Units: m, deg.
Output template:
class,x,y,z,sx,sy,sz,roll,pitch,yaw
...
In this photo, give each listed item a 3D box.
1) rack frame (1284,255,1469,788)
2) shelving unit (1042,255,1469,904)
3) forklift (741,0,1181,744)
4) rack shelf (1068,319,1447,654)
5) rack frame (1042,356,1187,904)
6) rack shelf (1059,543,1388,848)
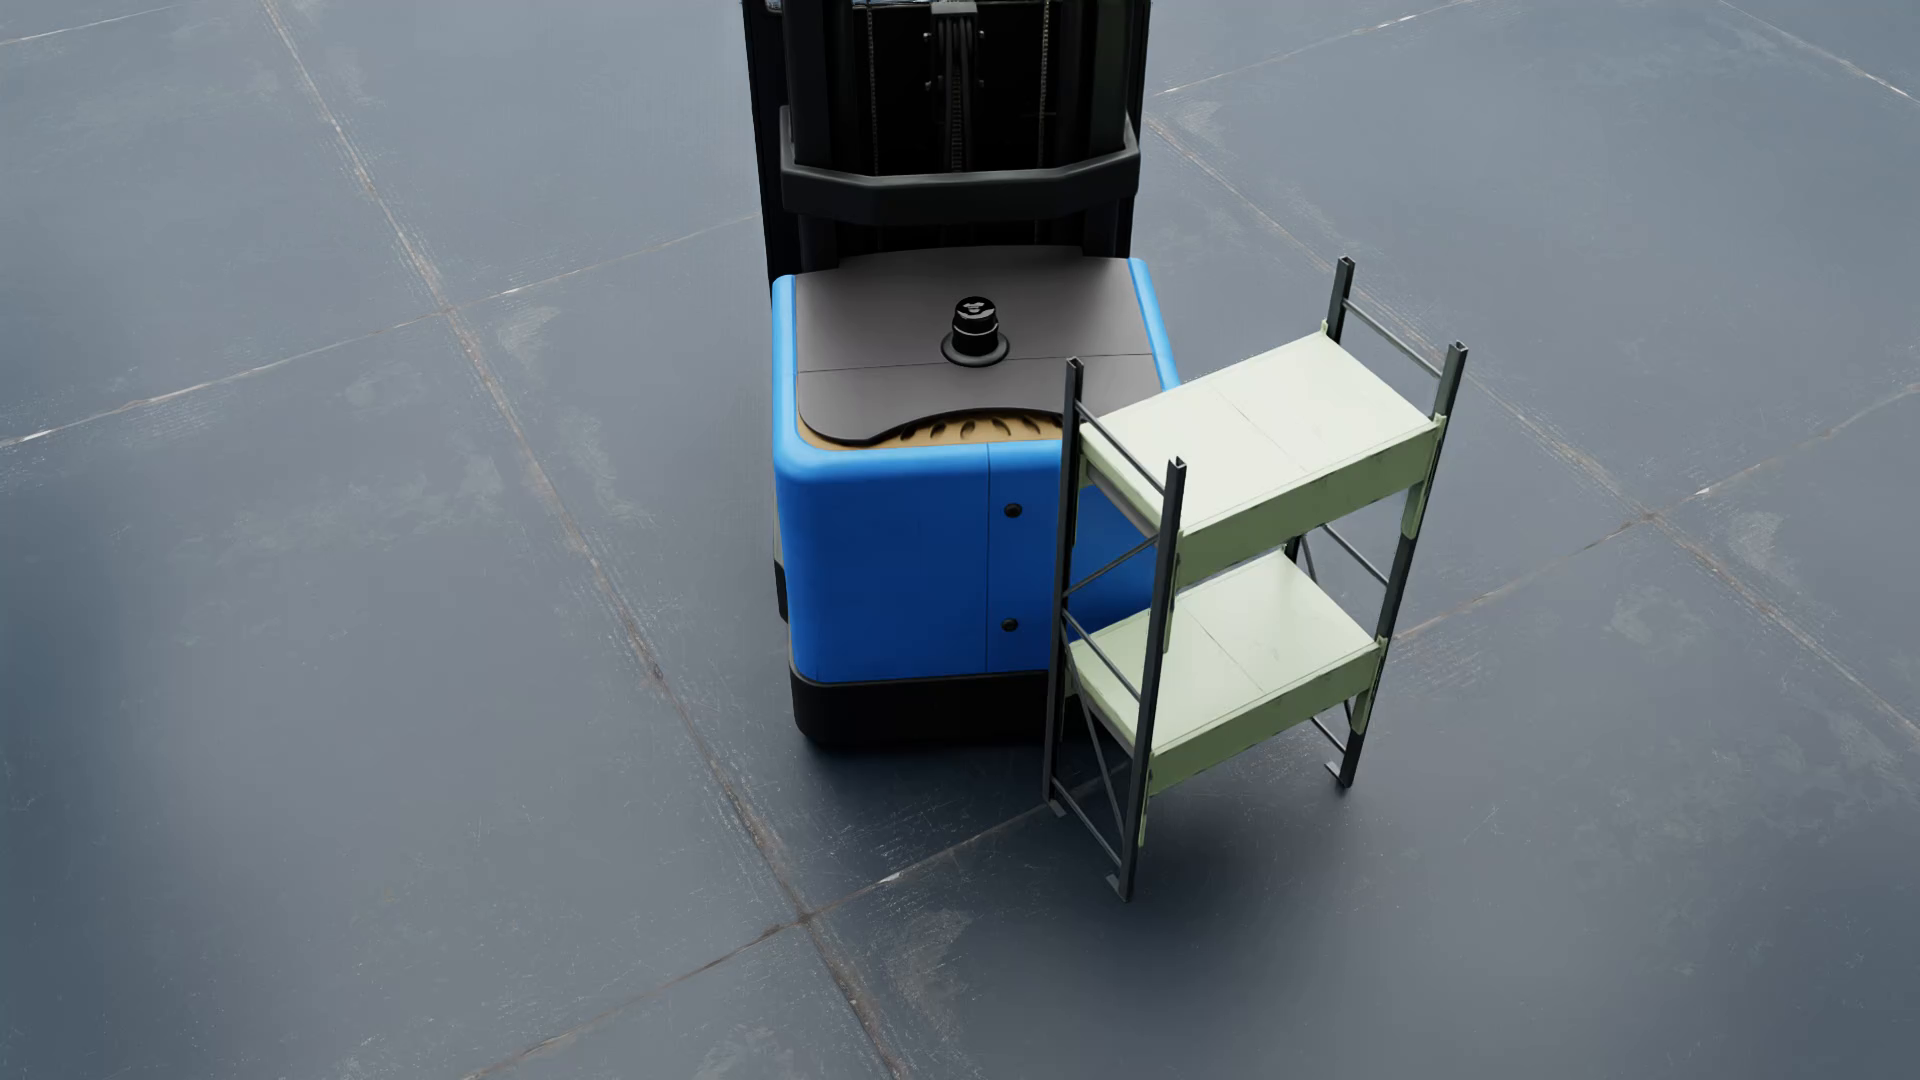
class,x,y,z,sx,sy,sz,roll,pitch,yaw
rack frame,0.965,0.017,4.155,0.023,1.500,0.400,-22,48,-21
shelving unit,0.649,0.146,4.022,0.755,1.500,0.431,-22,48,-21
forklift,-0.056,-1.515,4.707,1.130,2.935,3.031,-3,44,-3
rack shelf,0.649,-0.134,3.750,0.720,0.370,0.431,-22,48,-21
rack frame,0.333,0.275,3.889,0.023,1.500,0.400,-22,48,-21
rack shelf,0.649,0.380,4.249,0.720,0.370,0.431,-22,48,-21
